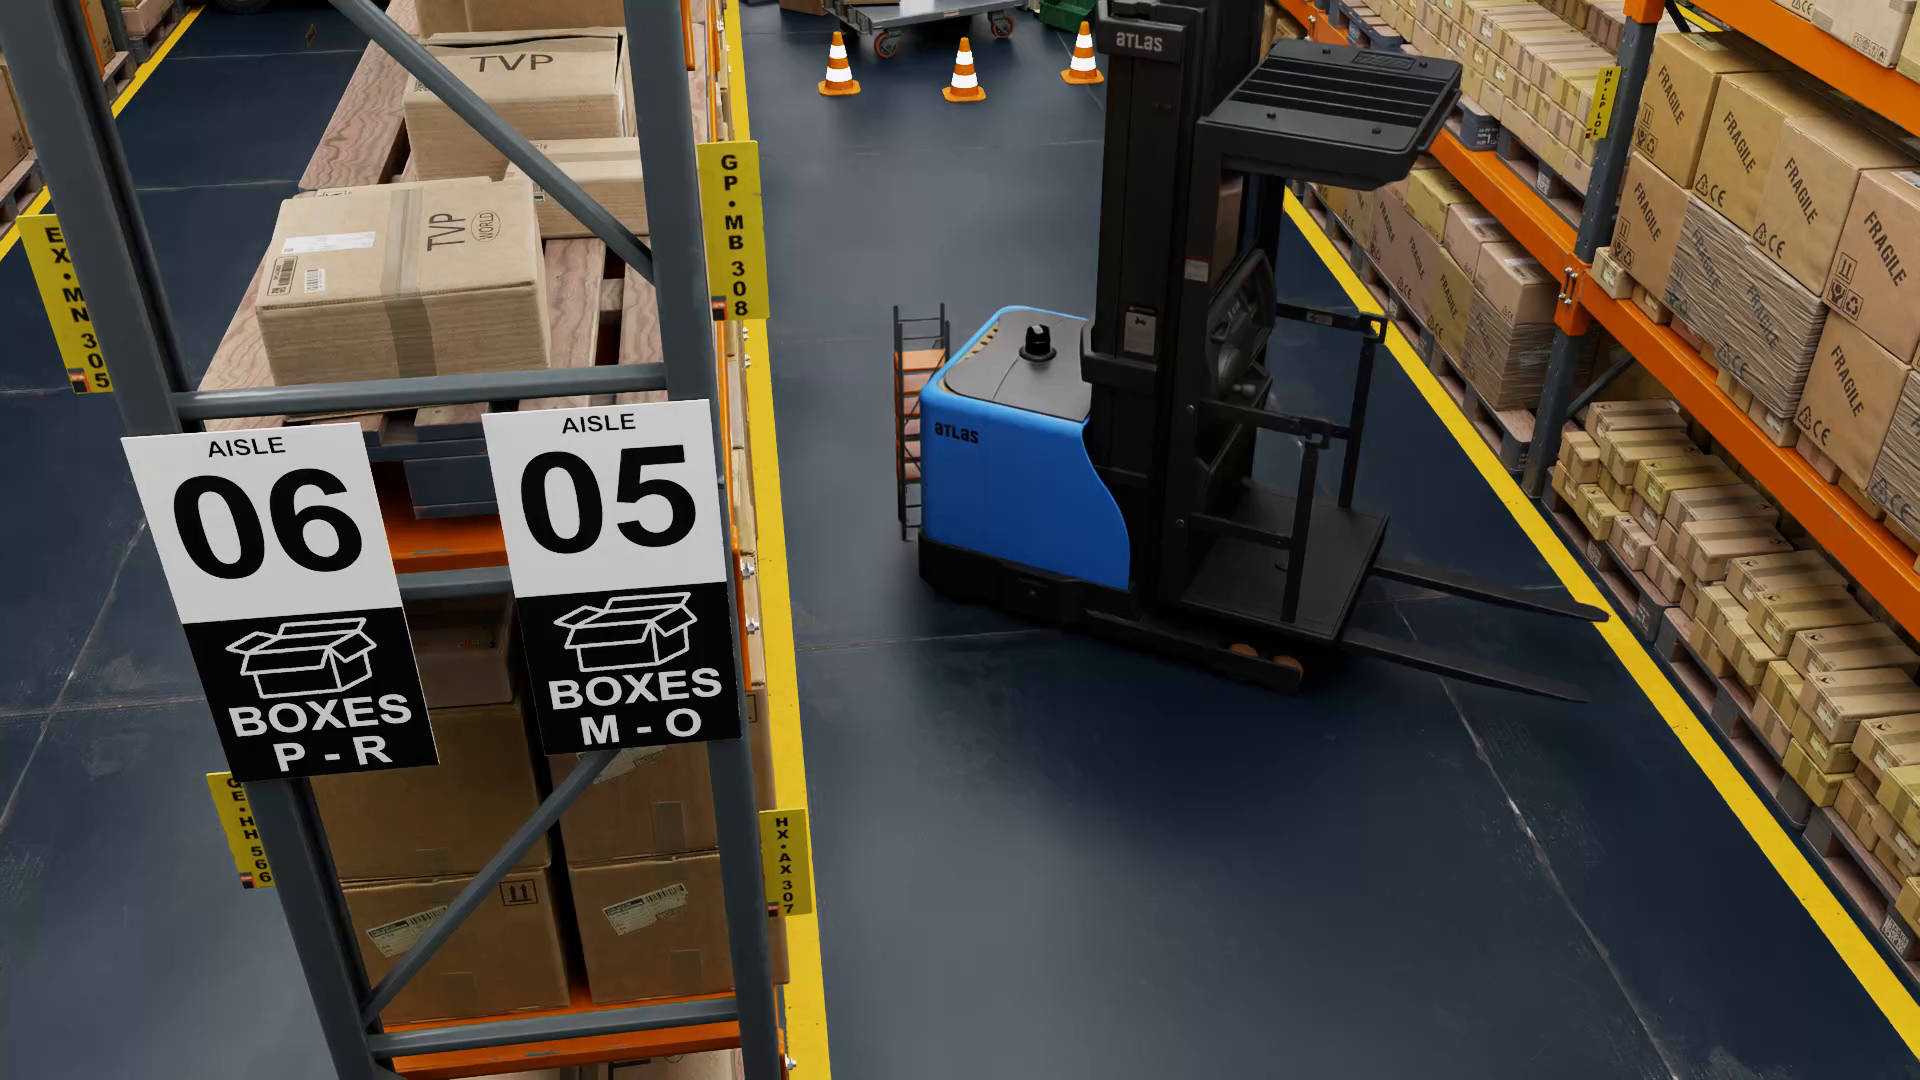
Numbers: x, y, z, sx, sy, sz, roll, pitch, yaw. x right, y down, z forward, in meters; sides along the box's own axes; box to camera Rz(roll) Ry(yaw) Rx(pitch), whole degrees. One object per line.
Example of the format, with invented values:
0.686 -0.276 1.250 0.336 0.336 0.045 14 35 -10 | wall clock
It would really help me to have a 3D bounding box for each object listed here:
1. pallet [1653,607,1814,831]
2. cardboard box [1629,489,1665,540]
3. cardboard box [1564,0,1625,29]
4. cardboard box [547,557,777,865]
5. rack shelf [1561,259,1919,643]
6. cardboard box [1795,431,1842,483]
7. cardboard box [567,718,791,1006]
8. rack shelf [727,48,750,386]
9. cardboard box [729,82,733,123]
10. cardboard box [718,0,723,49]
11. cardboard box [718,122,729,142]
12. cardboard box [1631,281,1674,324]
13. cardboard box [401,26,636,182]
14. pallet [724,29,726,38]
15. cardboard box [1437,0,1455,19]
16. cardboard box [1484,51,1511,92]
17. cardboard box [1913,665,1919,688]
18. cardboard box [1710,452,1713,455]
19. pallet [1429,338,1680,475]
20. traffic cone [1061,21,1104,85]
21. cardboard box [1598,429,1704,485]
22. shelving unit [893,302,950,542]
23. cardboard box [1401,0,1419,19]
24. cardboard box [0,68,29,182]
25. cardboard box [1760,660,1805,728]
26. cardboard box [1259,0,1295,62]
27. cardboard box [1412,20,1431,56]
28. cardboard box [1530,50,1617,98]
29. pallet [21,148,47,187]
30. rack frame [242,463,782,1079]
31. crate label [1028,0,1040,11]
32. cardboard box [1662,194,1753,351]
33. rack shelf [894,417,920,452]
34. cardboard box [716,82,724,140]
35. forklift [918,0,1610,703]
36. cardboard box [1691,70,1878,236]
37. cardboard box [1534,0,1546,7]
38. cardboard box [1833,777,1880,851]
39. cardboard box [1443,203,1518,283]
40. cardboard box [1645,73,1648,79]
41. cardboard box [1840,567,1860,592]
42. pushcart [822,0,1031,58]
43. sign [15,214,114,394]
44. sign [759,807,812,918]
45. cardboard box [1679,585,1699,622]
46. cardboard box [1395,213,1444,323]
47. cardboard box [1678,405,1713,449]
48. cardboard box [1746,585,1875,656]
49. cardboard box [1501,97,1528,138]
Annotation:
3.710 0.691 7.048 1.003 0.211 1.213 -4 35 -6 | pallet
3.340 -0.140 7.686 0.380 0.149 0.250 -5 35 -7 | cardboard box
3.605 -2.957 9.248 0.380 0.149 0.250 -3 34 -5 | cardboard box
-0.719 0.404 4.017 0.500 0.500 0.500 -5 35 -7 | cardboard box
3.686 -0.102 6.375 1.077 0.370 4.000 -4 35 -6 | rack shelf
3.438 -0.351 6.325 0.380 0.149 0.250 -3 34 -5 | cardboard box
-0.717 0.817 4.299 0.500 0.500 0.500 -5 35 -7 | cardboard box
-1.743 -1.903 9.017 1.077 0.370 4.000 -4 35 -6 | rack shelf
-1.464 -2.350 8.724 0.500 0.250 0.500 -5 35 -8 | cardboard box
-1.546 -2.939 8.922 0.500 0.500 0.500 -4 35 -6 | cardboard box
-1.137 -1.296 6.512 0.500 0.500 0.500 -5 35 -7 | cardboard box
3.239 -1.090 7.409 0.380 0.149 0.250 -3 34 -5 | cardboard box
-1.088 -1.109 4.167 0.500 0.311 0.500 -4 34 -6 | cardboard box
-2.444 -3.962 13.876 1.003 0.211 1.213 -4 35 -6 | pallet
2.928 -3.057 9.394 0.380 0.149 0.250 -3 34 -5 | cardboard box
3.026 -2.498 8.838 0.380 0.149 0.250 -6 35 -9 | cardboard box
3.903 0.559 6.660 0.380 0.149 0.250 -3 34 -4 | cardboard box
3.823 -0.332 7.968 0.380 0.149 0.250 -6 35 -9 | cardboard box
3.311 -0.797 9.233 1.003 0.211 1.213 -4 35 -6 | pallet
1.025 -4.069 13.809 0.336 0.463 0.334 -4 35 -6 | traffic cone
3.236 -0.391 7.790 0.380 0.149 0.250 -3 34 -4 | cardboard box
-0.179 -0.550 7.991 0.258 1.200 0.189 -4 35 -6 | shelving unit
2.857 -3.215 9.889 0.380 0.149 0.250 -4 35 -6 | cardboard box
-7.097 -2.844 11.495 0.875 0.625 0.625 -3 34 -5 | cardboard box
3.431 0.603 6.596 0.380 0.149 0.250 -3 34 -4 | cardboard box
2.765 -3.826 12.825 1.050 0.750 0.750 -4 34 -6 | cardboard box
2.888 -2.953 9.770 0.380 0.149 0.250 -3 34 -5 | cardboard box
3.100 -2.334 8.334 0.380 0.149 0.250 -5 35 -8 | cardboard box
-7.163 -2.928 12.358 1.003 0.211 1.213 -4 35 -6 | pallet
-0.937 1.148 3.902 1.000 3.000 0.127 -4 35 -6 | rack frame
0.663 -5.048 15.536 0.250 0.136 0.298 27 43 34 | crate label
3.308 -1.109 6.860 0.500 0.500 0.500 -4 35 -6 | cardboard box
-0.179 -0.513 8.016 0.258 0.103 0.180 -4 35 -6 | rack shelf
-1.118 -1.659 6.468 0.380 0.149 0.250 -5 35 -7 | cardboard box
1.366 -0.883 6.944 3.031 2.935 1.130 14 37 20 | forklift
3.321 -1.534 6.597 0.500 0.500 0.500 -5 35 -8 | cardboard box
3.537 -3.125 9.758 0.380 0.149 0.250 -5 35 -7 | cardboard box
3.546 1.017 6.253 0.380 0.149 0.250 -4 34 -6 | cardboard box
3.010 -1.650 9.189 0.500 0.250 0.500 -3 34 -4 | cardboard box
3.712 -2.396 8.689 0.380 0.149 0.250 -6 35 -8 | cardboard box
3.971 0.144 7.005 0.380 0.149 0.250 -6 35 -8 | cardboard box
-0.298 -4.665 14.761 1.648 0.377 0.936 -16 38 -23 | pushcart
-1.476 -0.391 2.781 0.100 0.325 0.005 -4 35 -6 | sign
-0.386 0.719 3.692 0.100 0.325 0.005 -4 35 -6 | sign
3.423 0.285 7.326 0.380 0.149 0.250 -6 35 -8 | cardboard box
2.934 -1.623 9.814 0.500 0.500 0.500 -5 35 -7 | cardboard box
3.723 -0.578 8.065 0.380 0.149 0.250 -3 34 -5 | cardboard box
3.443 0.325 6.739 0.380 0.149 0.250 -4 34 -6 | cardboard box
3.067 -2.216 8.688 0.380 0.149 0.250 -6 35 -9 | cardboard box
